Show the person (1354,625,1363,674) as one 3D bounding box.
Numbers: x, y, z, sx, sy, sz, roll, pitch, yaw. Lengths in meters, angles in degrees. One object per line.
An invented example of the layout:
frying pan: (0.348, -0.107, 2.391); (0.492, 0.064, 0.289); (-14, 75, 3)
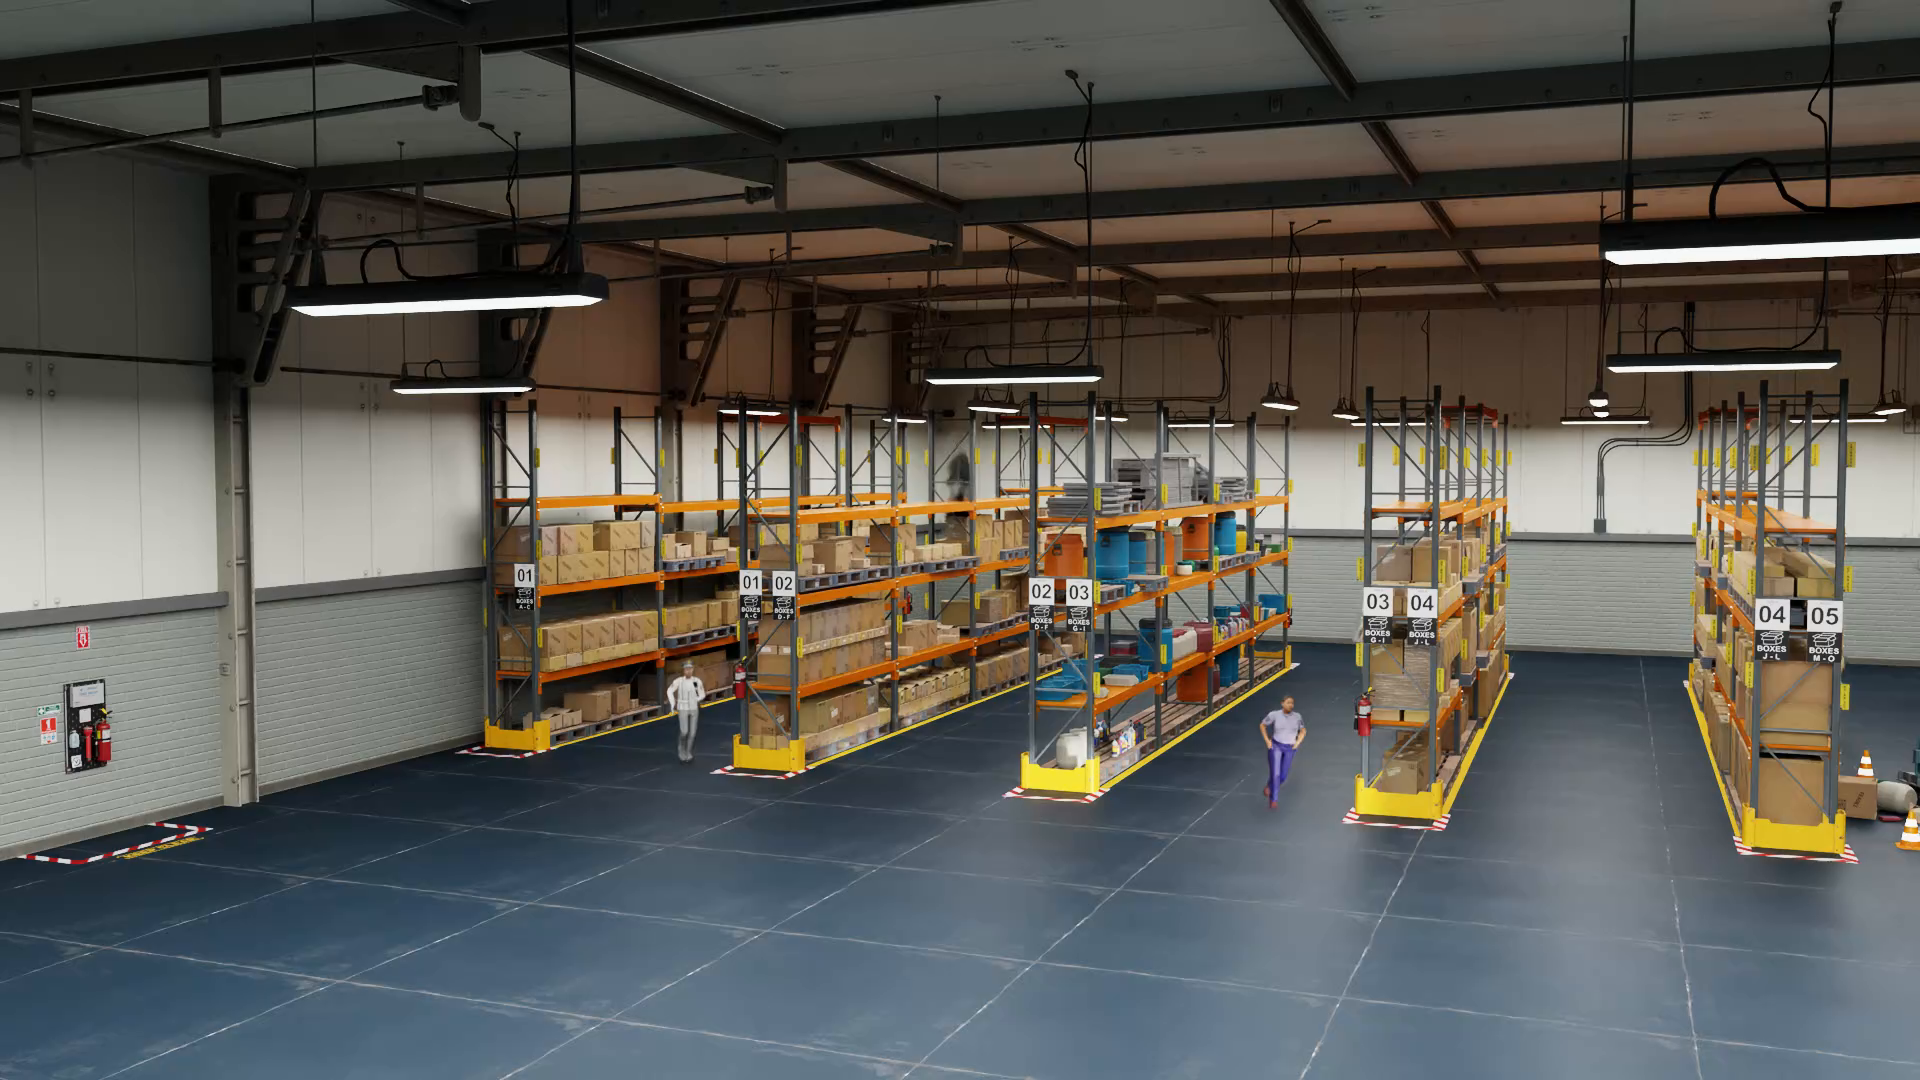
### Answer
person: (8.750, 2.402, 35.454); (0.671, 1.772, 0.798); (1, 3, 13)

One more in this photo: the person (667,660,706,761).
person: (-4.471, 2.804, 27.323); (0.591, 1.660, 0.632); (-1, 3, -20)

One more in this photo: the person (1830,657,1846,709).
person: (15.855, 2.646, 30.319); (0.562, 1.671, 0.948); (1, 3, 16)

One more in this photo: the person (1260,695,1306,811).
person: (4.658, 3.036, 23.988); (0.658, 1.629, 0.774); (0, 3, -5)
